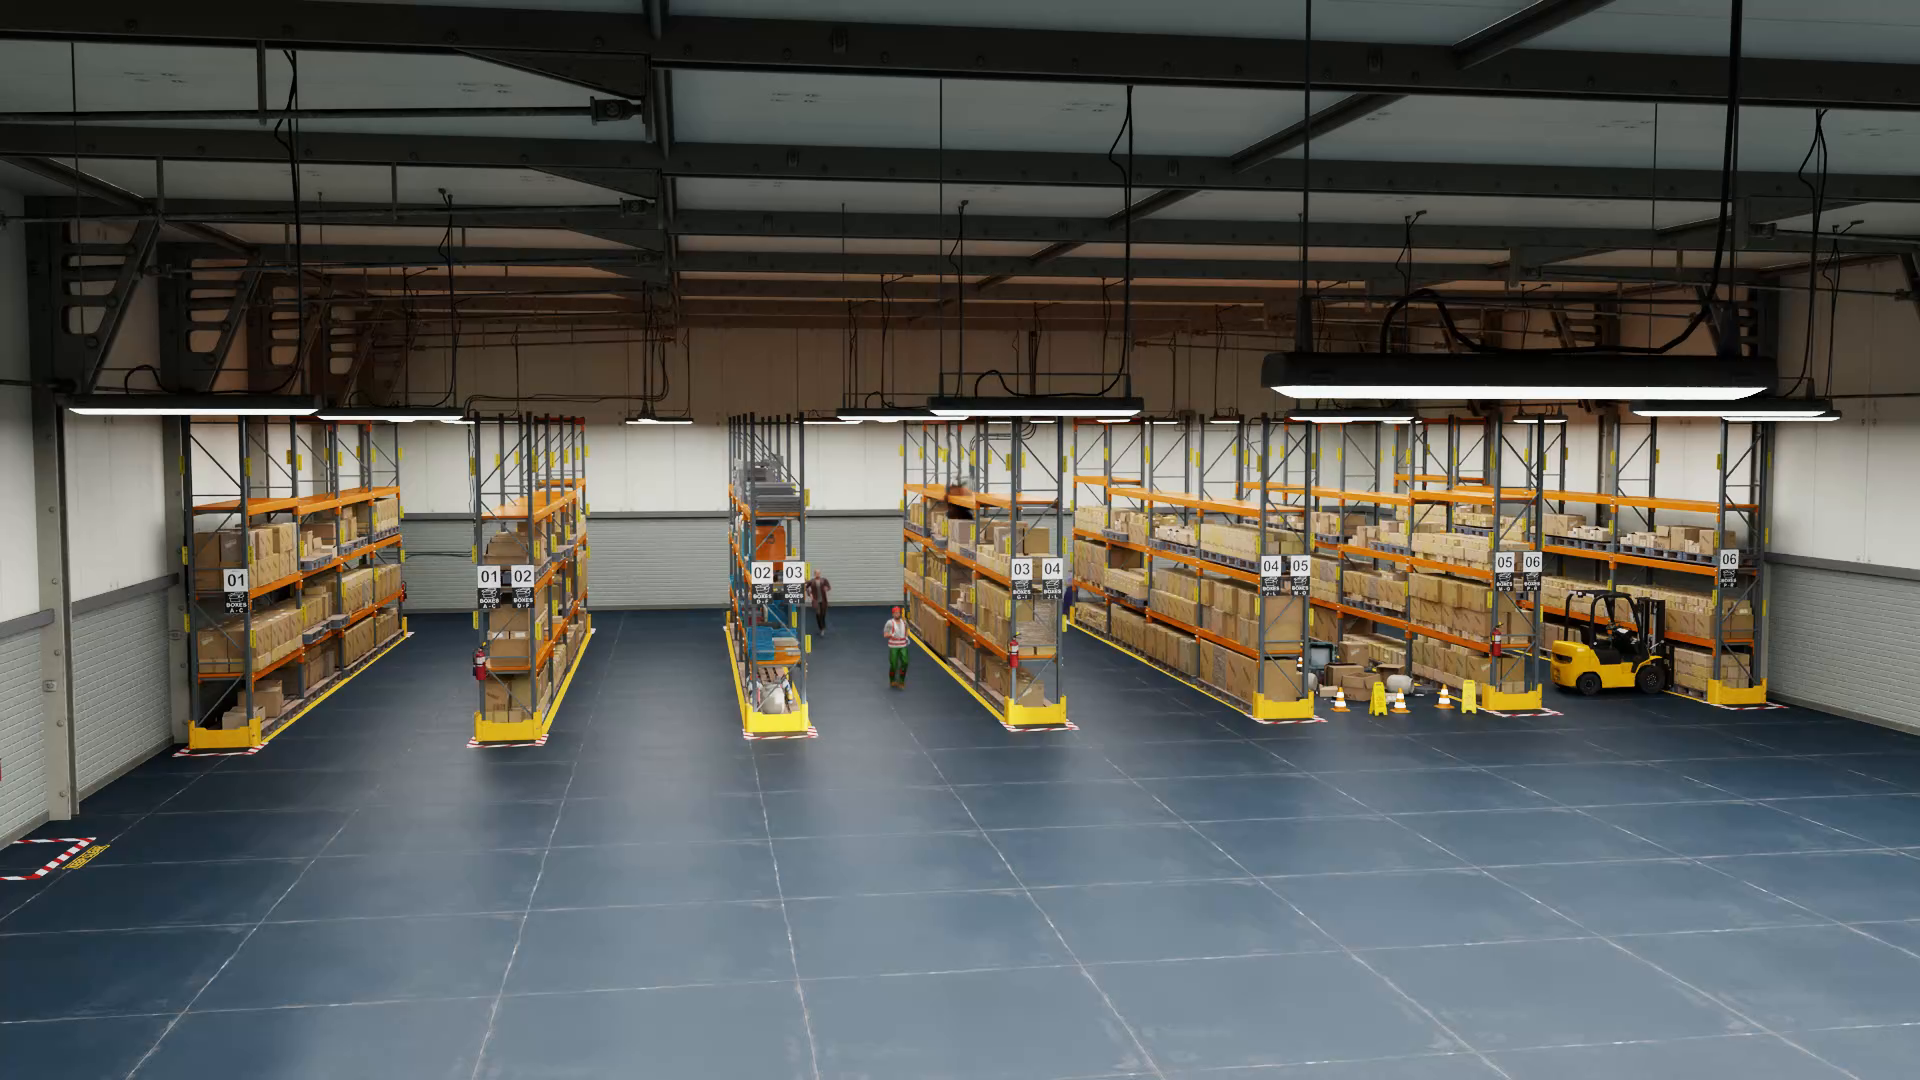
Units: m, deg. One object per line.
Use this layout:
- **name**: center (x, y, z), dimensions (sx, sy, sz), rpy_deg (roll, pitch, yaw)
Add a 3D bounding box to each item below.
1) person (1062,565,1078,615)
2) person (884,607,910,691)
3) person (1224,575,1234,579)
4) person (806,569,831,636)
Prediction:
- **person**: center (3.327, 1.528, 49.823), dimensions (0.919, 1.589, 0.632), rpy_deg (0, 4, 3)
- **person**: center (-1.359, 2.366, 36.229), dimensions (0.613, 1.824, 0.705), rpy_deg (-1, 4, -20)
- **person**: center (8.181, 1.425, 50.661), dimensions (0.693, 1.737, 0.749), rpy_deg (1, 4, 11)
- **person**: center (-3.912, 1.722, 45.899), dimensions (0.702, 1.839, 0.835), rpy_deg (-1, 4, -18)
